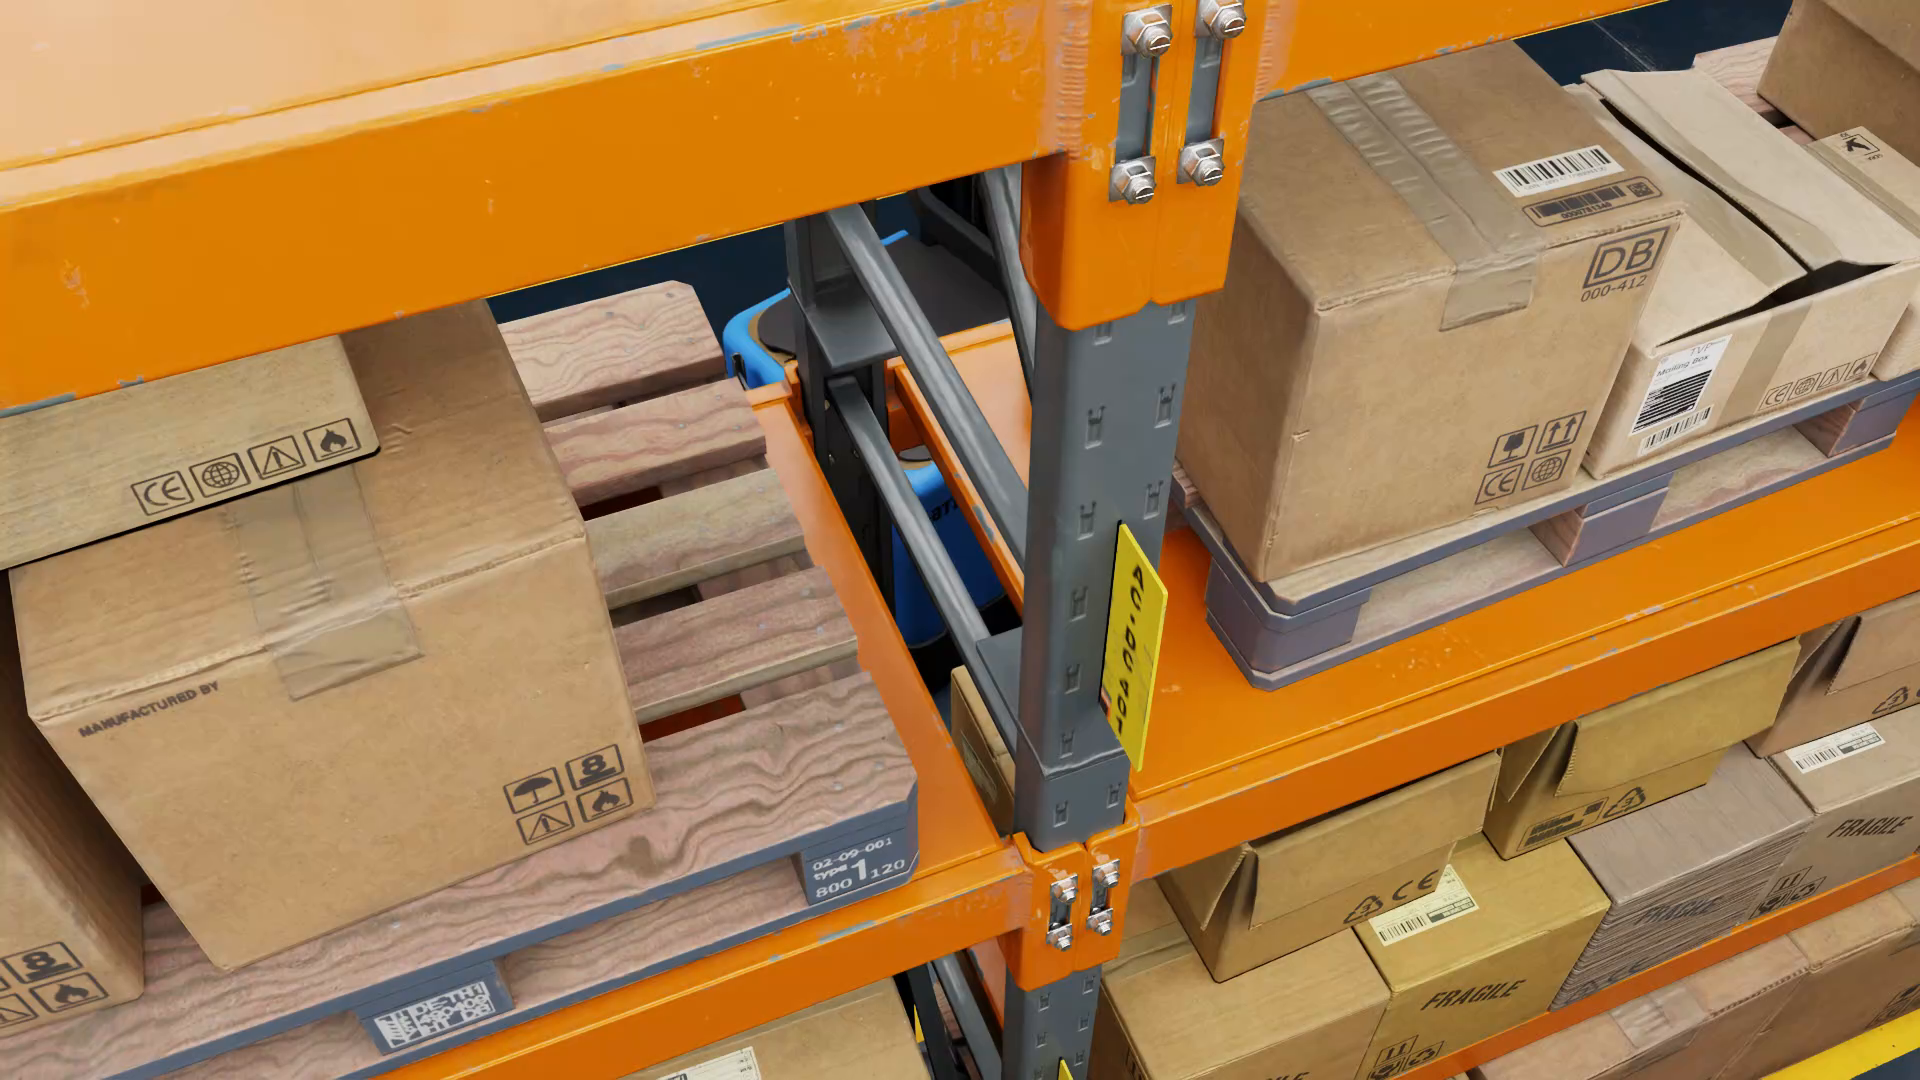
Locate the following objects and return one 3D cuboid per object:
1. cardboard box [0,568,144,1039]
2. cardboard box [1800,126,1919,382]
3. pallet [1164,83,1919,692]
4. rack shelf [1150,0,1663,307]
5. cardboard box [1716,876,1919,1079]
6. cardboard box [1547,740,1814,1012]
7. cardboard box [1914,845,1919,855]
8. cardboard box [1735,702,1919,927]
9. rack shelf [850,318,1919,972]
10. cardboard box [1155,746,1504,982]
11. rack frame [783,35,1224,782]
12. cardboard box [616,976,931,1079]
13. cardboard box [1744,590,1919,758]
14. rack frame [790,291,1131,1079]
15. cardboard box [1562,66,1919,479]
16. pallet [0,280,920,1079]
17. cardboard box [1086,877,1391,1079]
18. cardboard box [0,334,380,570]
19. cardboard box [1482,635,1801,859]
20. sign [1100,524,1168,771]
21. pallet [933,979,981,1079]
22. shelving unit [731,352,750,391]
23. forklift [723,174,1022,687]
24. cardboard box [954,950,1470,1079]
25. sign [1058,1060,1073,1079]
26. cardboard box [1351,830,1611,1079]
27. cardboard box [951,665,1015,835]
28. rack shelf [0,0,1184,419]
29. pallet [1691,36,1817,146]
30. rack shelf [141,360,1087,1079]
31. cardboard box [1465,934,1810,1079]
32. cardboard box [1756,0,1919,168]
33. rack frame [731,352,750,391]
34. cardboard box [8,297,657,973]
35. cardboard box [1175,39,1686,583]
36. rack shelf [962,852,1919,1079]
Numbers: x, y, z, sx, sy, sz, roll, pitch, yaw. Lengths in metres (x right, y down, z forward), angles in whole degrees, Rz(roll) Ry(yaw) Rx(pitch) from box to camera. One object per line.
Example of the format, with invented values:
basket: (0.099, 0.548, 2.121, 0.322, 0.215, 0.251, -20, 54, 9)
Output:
cardboard box: (-1.228, 0.144, 1.763, 0.500, 0.500, 0.700, -15, 51, -12)
cardboard box: (1.409, -0.449, 2.570, 0.250, 0.149, 0.380, -19, 52, -16)
pallet: (0.804, -0.307, 2.686, 1.217, 0.209, 0.805, -19, 52, -16)
rack shelf: (1.825, -1.258, 2.137, 4.000, 0.370, 1.077, -17, 52, -14)
cardboard box: (2.202, 0.747, 4.755, 0.875, 0.875, 1.225, -17, 51, -14)
cardboard box: (1.422, 0.628, 3.667, 0.500, 0.500, 0.500, -18, 52, -15)
cardboard box: (2.370, 0.331, 3.923, 0.500, 0.500, 0.500, -19, 52, -15)
cardboard box: (1.899, 0.476, 3.798, 0.500, 0.500, 0.500, -16, 51, -14)
rack shelf: (1.825, -0.411, 3.123, 4.000, 0.370, 1.077, -17, 52, -14)
cardboard box: (0.562, 0.357, 3.239, 0.637, 0.503, 0.797, -18, 52, -15)
rack frame: (-0.026, -1.049, 1.219, 0.127, 3.000, 1.000, -17, 52, -14)
cardboard box: (-0.351, 0.933, 2.880, 0.500, 0.500, 0.500, -16, 51, -13)
cardboard box: (1.771, -0.021, 3.564, 0.637, 0.503, 0.797, -16, 51, -13)
rack frame: (-0.026, 0.905, 3.495, 0.127, 3.000, 1.000, -17, 52, -14)
cardboard box: (1.023, -0.431, 2.448, 0.500, 0.311, 0.500, -19, 52, -15)
pallet: (-0.788, 0.184, 2.196, 1.213, 0.211, 1.003, -17, 52, -14)
cardboard box: (0.494, 0.916, 3.420, 0.500, 0.500, 0.500, -17, 51, -14)
cardboard box: (-0.900, -0.253, 1.610, 0.500, 0.250, 0.500, -20, 52, -17)
cardboard box: (1.202, 0.168, 3.401, 0.637, 0.503, 0.797, -17, 51, -14)
sign: (0.185, 0.123, 1.797, 0.005, 0.325, 0.100, -17, 52, -14)
pallet: (0.659, 1.540, 4.789, 1.213, 0.211, 1.003, -17, 52, -14)
shelving unit: (-1.075, 0.105, 5.418, 1.048, 1.125, 0.538, -19, 52, -15)
forklift: (0.664, -1.395, 5.516, 3.031, 2.935, 1.130, -32, 56, -24)
cardboard box: (0.558, 1.263, 4.312, 0.875, 0.875, 1.225, -17, 51, -14)
sign: (0.185, 0.987, 2.802, 0.005, 0.325, 0.100, -17, 52, -14)
cardboard box: (0.959, 0.772, 3.544, 0.500, 0.500, 0.500, -17, 51, -14)
cardboard box: (0.303, 0.547, 3.737, 0.500, 0.500, 0.500, -17, 51, -14)
rack shelf: (-1.878, -0.111, 1.151, 4.000, 0.370, 1.077, -17, 52, -14)
pallet: (2.066, -0.613, 2.946, 1.213, 0.211, 1.003, -15, 51, -13)
rack shelf: (-1.878, 0.736, 2.138, 4.000, 0.370, 1.077, -17, 52, -14)
cardboard box: (1.385, 1.006, 4.532, 0.875, 0.875, 1.225, -19, 52, -15)
cardboard box: (1.793, -0.789, 2.628, 0.637, 0.503, 0.797, -18, 52, -15)
rack frame: (-0.611, -0.053, 5.554, 0.032, 1.125, 0.500, -19, 52, -15)
cardboard box: (-0.728, -0.007, 1.893, 0.500, 0.500, 0.700, -20, 52, -16)
cardboard box: (0.507, -0.415, 2.309, 0.500, 0.500, 0.700, -16, 51, -13)
rack shelf: (1.825, 0.566, 4.261, 4.000, 0.370, 1.077, -17, 52, -14)
